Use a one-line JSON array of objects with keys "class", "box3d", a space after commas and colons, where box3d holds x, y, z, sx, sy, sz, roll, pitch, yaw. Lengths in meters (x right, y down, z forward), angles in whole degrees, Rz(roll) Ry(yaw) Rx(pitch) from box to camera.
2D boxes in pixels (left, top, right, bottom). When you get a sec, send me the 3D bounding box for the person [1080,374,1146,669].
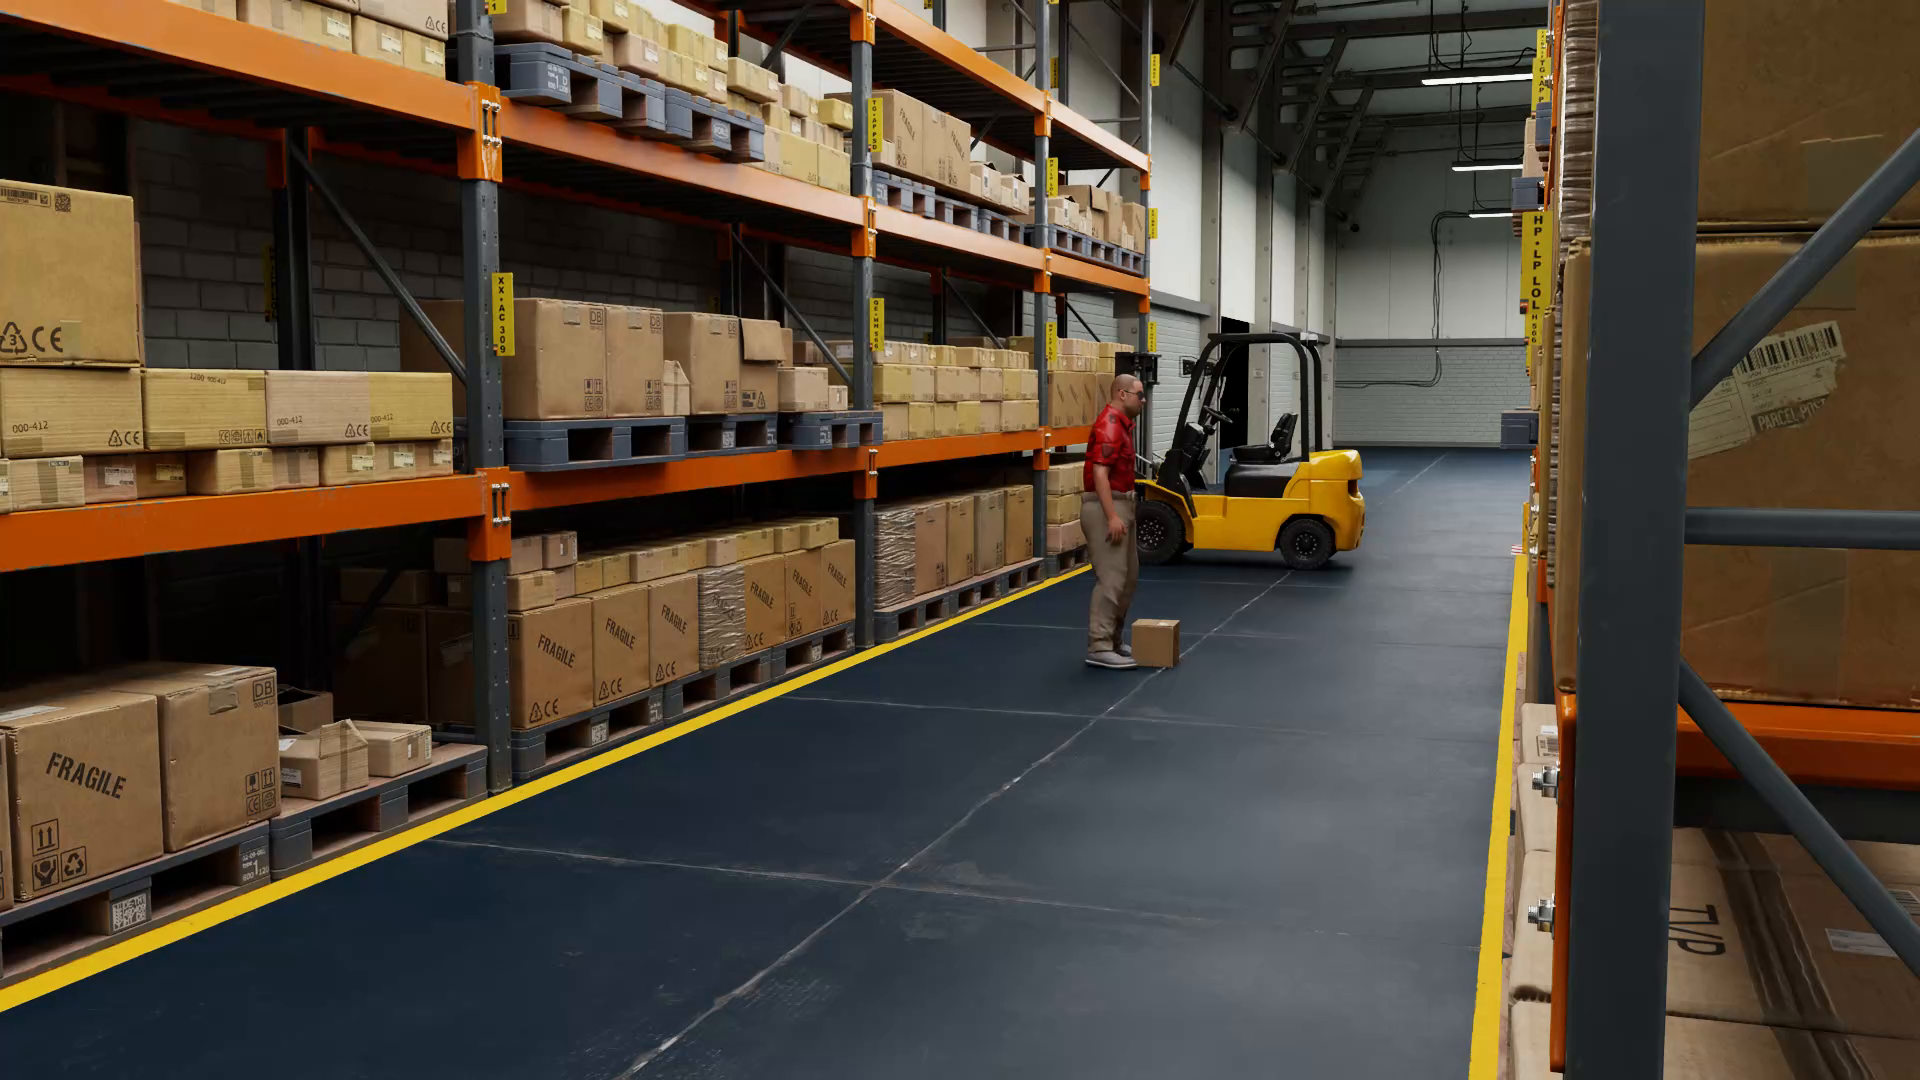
[{"class": "person", "box3d": [0.928, -0.127, 9.963, 0.385, 1.728, 0.605, 1, 5, 16]}]
